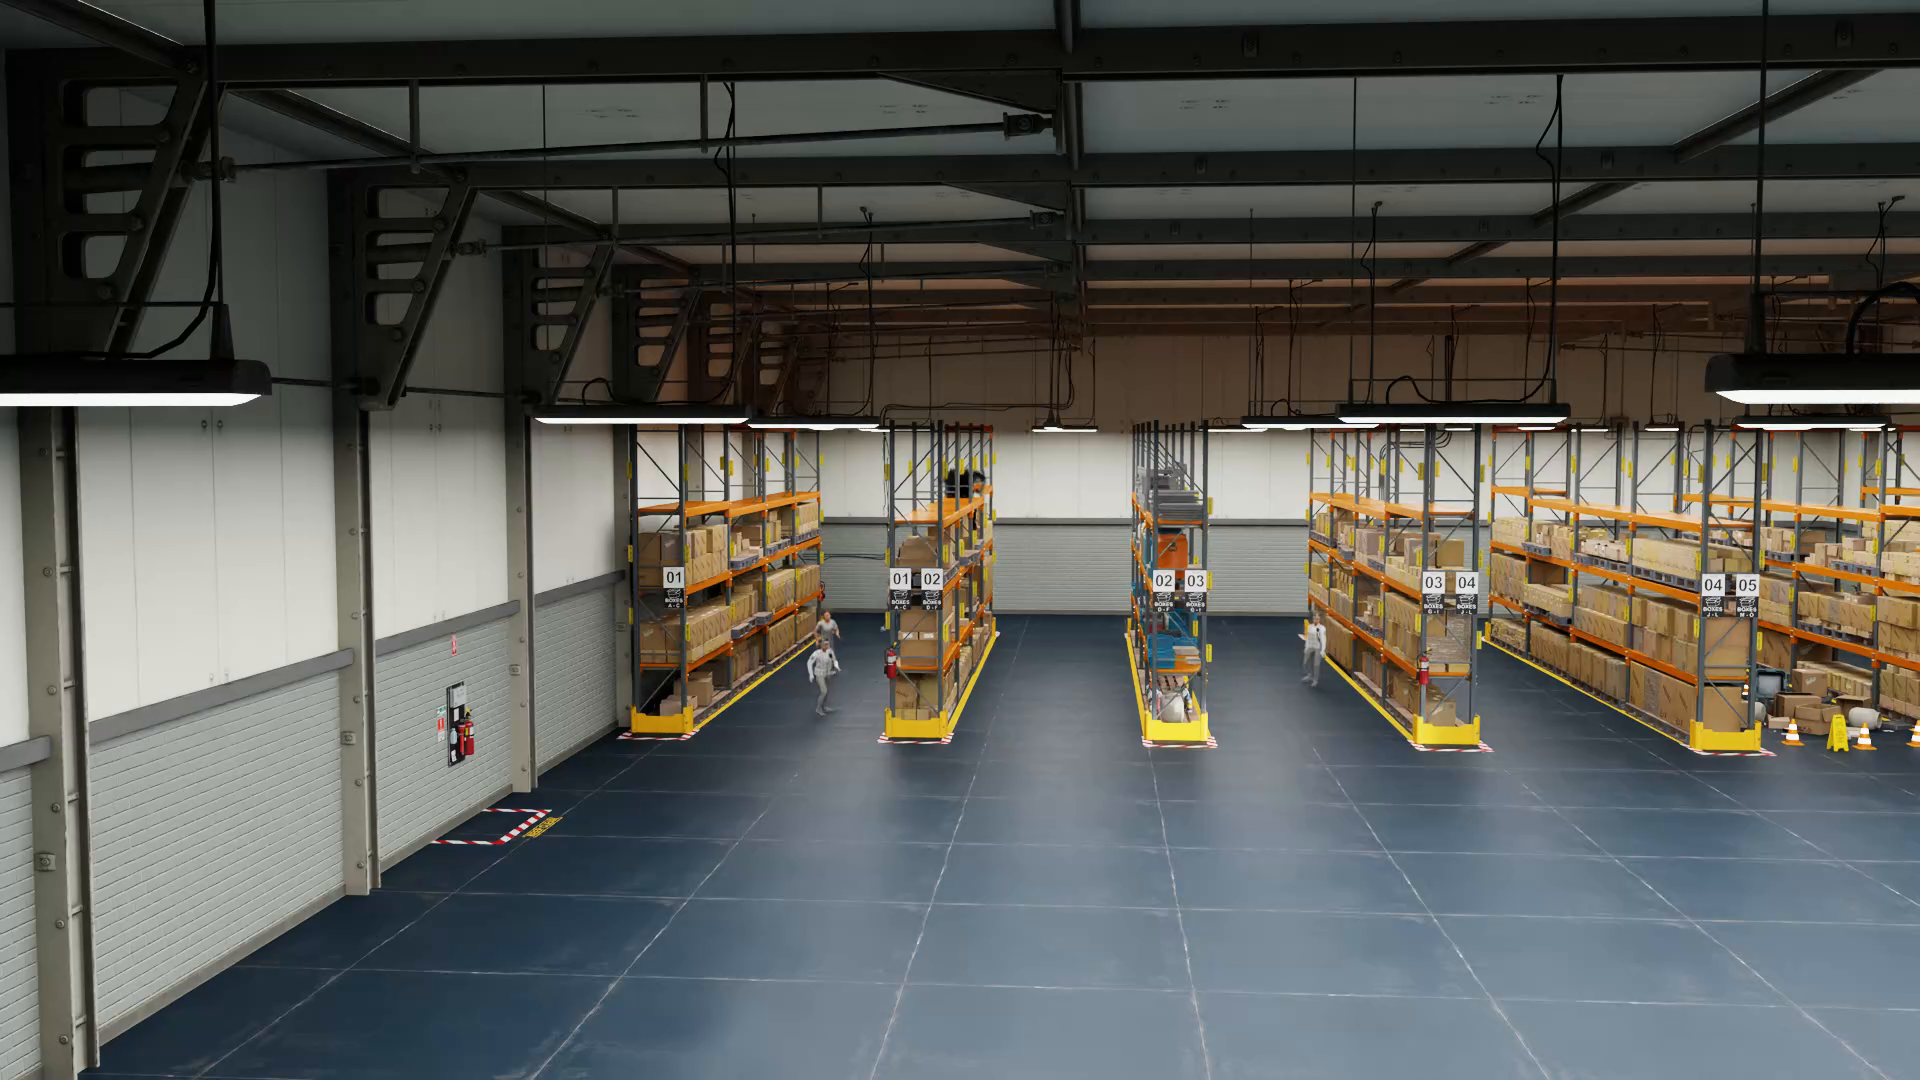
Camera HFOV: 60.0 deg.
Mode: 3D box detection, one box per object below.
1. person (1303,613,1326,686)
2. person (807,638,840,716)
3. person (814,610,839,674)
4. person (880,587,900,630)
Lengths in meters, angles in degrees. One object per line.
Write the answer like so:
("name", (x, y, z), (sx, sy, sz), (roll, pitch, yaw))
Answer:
("person", (8.091, 2.501, 37.961), (0.602, 1.698, 0.472), (3, 5, 37))
("person", (-2.758, 2.803, 34.043), (0.626, 1.639, 0.785), (-3, 5, -44))
("person", (-3.122, 2.454, 39.497), (0.587, 1.632, 0.791), (-3, 5, -40))
("person", (-1.985, 1.858, 48.804), (0.632, 1.527, 0.613), (1, 4, 15))
